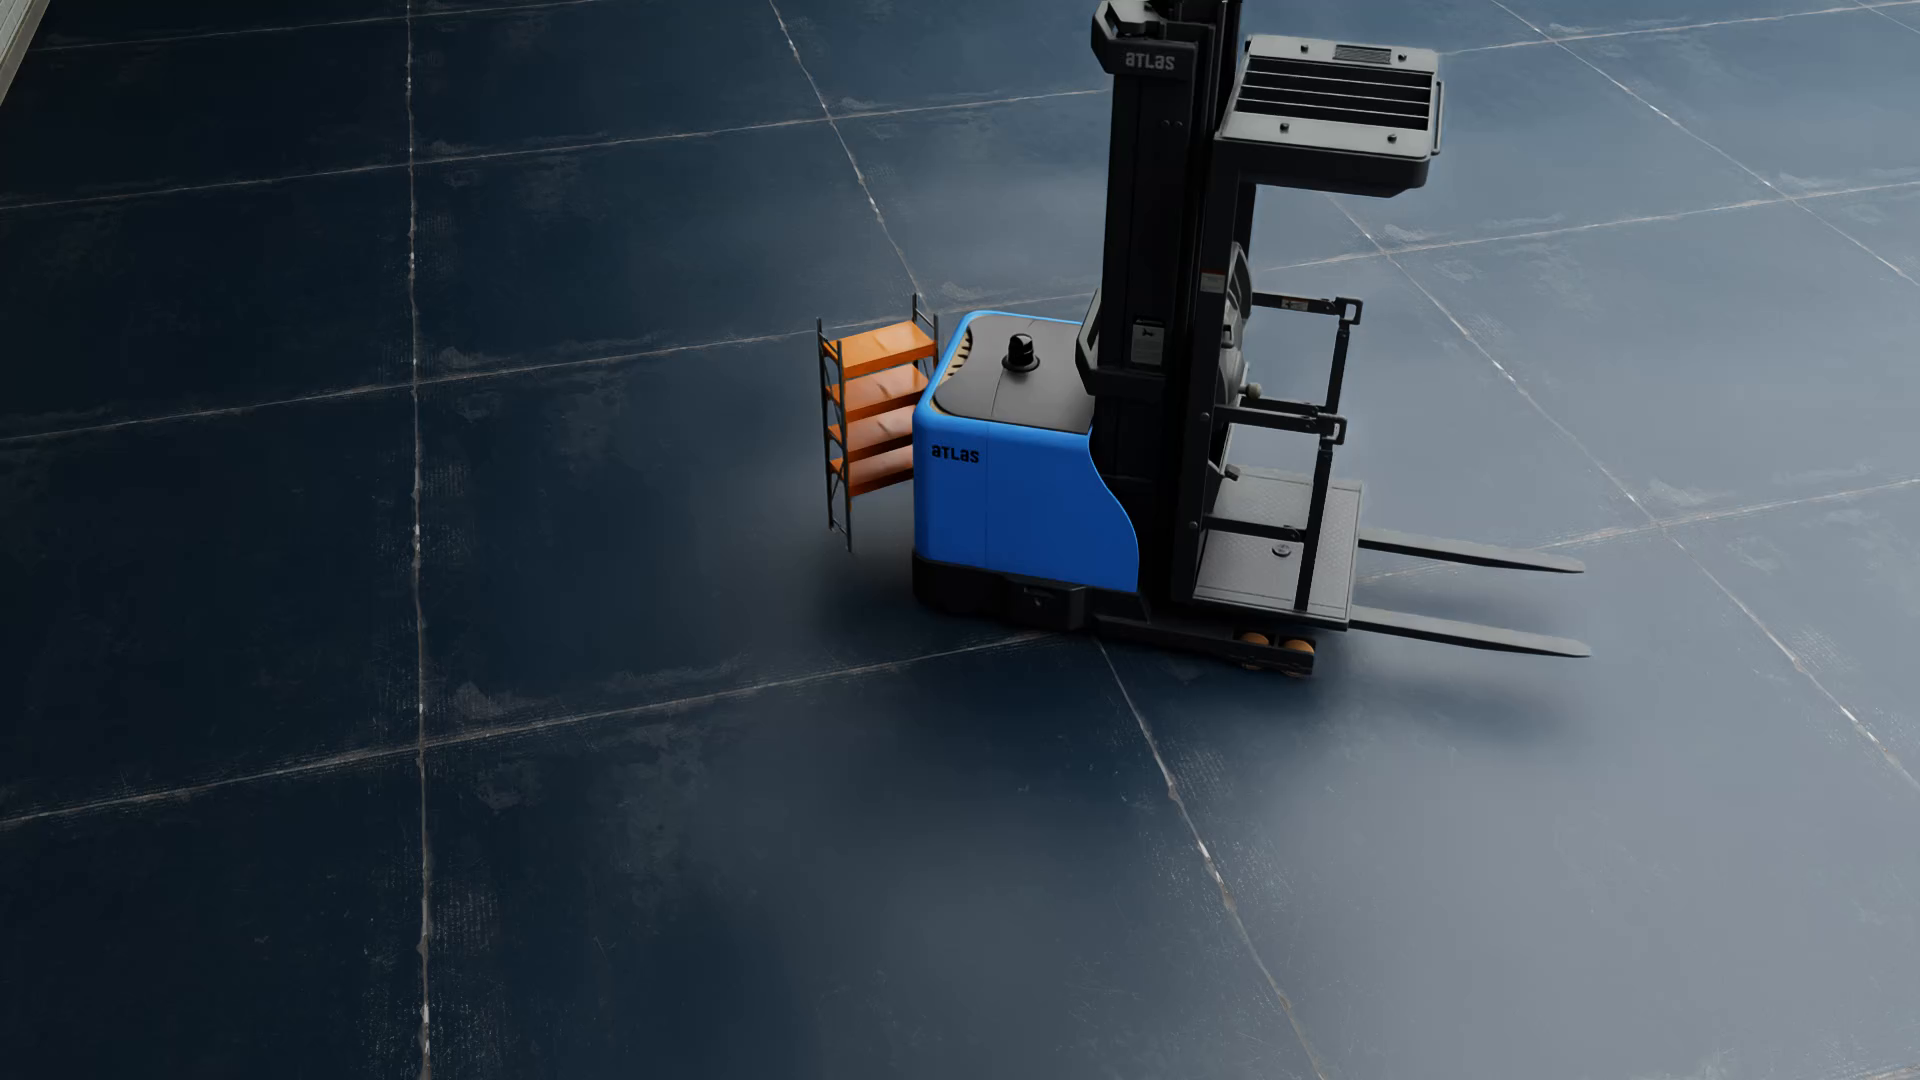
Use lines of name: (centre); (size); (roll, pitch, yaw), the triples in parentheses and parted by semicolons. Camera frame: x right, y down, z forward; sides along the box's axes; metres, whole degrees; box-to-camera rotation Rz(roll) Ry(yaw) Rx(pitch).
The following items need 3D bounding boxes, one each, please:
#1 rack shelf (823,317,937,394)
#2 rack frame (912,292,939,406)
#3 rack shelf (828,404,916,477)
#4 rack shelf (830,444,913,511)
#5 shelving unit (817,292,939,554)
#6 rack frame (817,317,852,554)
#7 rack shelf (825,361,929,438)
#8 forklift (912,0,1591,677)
rack shelf: (-0.376, -0.857, 7.716); (0.480, 0.148, 0.258); (-18, 41, -22)
rack frame: (-0.161, -0.615, 8.046); (0.015, 1.200, 0.240); (-18, 41, -22)
rack shelf: (-0.376, -0.492, 7.995); (0.480, 0.148, 0.258); (-18, 41, -22)
rack shelf: (-0.376, -0.334, 8.116); (0.480, 0.148, 0.258); (-18, 41, -22)
shelving unit: (-0.376, -0.545, 7.954); (0.503, 1.200, 0.258); (-18, 41, -22)
rack frame: (-0.591, -0.475, 7.863); (0.015, 1.200, 0.240); (-18, 41, -22)
rack shelf: (-0.376, -0.669, 7.859); (0.480, 0.148, 0.258); (-18, 41, -22)
forklift: (1.352, -0.912, 7.009); (3.031, 2.935, 1.130); (9, 38, 11)
